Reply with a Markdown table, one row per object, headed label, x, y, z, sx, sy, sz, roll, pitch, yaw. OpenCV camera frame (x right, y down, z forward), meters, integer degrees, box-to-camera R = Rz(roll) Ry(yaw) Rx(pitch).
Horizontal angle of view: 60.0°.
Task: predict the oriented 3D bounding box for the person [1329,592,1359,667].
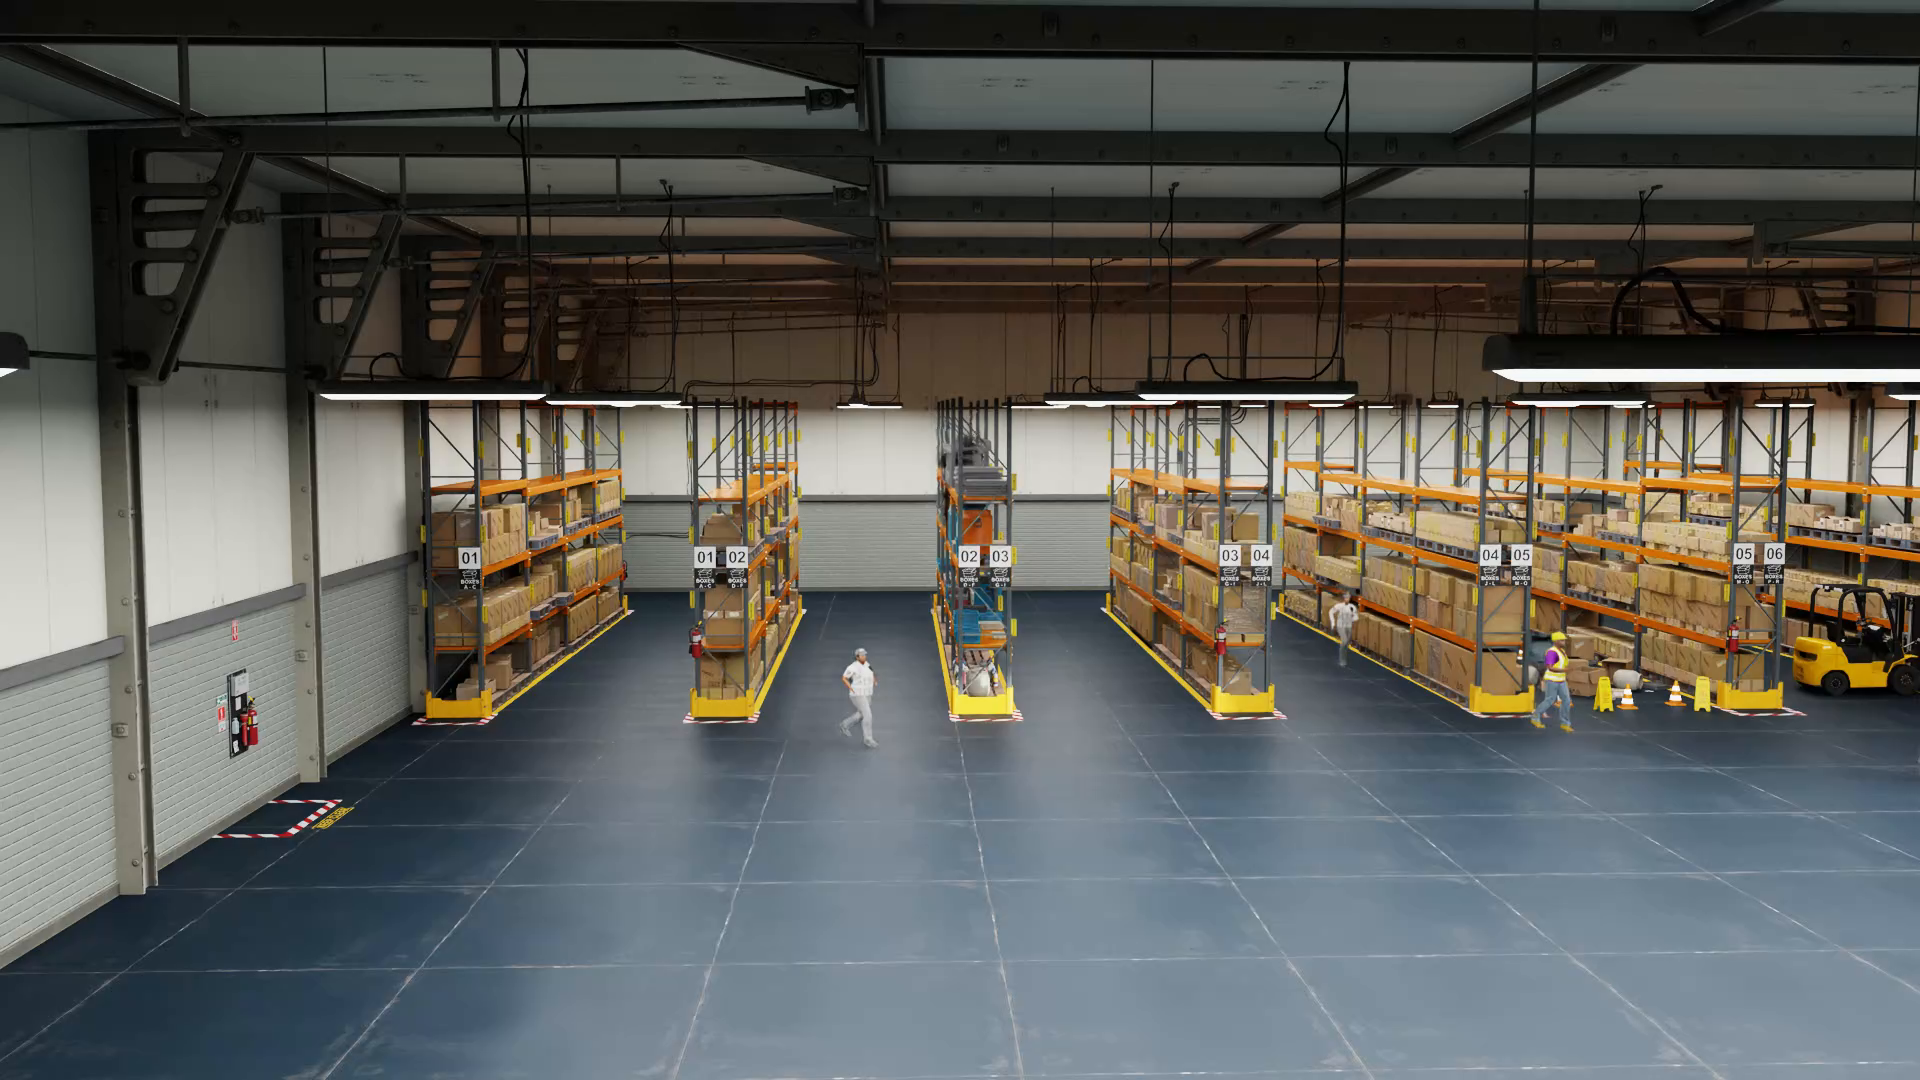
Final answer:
| label | x | y | z | sx | sy | sz | roll | pitch | yaw |
| --- | --- | --- | --- | --- | --- | --- | --- | --- | --- |
| person | 8.651 | 2.000 | 37.359 | 0.572 | 1.714 | 0.783 | -1 | 4 | -9 |

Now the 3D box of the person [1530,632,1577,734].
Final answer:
| label | x | y | z | sx | sy | sz | roll | pitch | yaw |
| --- | --- | --- | --- | --- | --- | --- | --- | --- | --- |
| person | 10.621 | 2.548 | 29.701 | 0.790 | 1.829 | 0.713 | 4 | 6 | 44 |

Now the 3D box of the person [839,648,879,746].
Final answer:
| label | x | y | z | sx | sy | sz | roll | pitch | yaw |
| --- | --- | --- | --- | --- | --- | --- | --- | --- | --- |
| person | -1.721 | 2.691 | 28.674 | 0.801 | 1.677 | 0.598 | 3 | 5 | 31 |
